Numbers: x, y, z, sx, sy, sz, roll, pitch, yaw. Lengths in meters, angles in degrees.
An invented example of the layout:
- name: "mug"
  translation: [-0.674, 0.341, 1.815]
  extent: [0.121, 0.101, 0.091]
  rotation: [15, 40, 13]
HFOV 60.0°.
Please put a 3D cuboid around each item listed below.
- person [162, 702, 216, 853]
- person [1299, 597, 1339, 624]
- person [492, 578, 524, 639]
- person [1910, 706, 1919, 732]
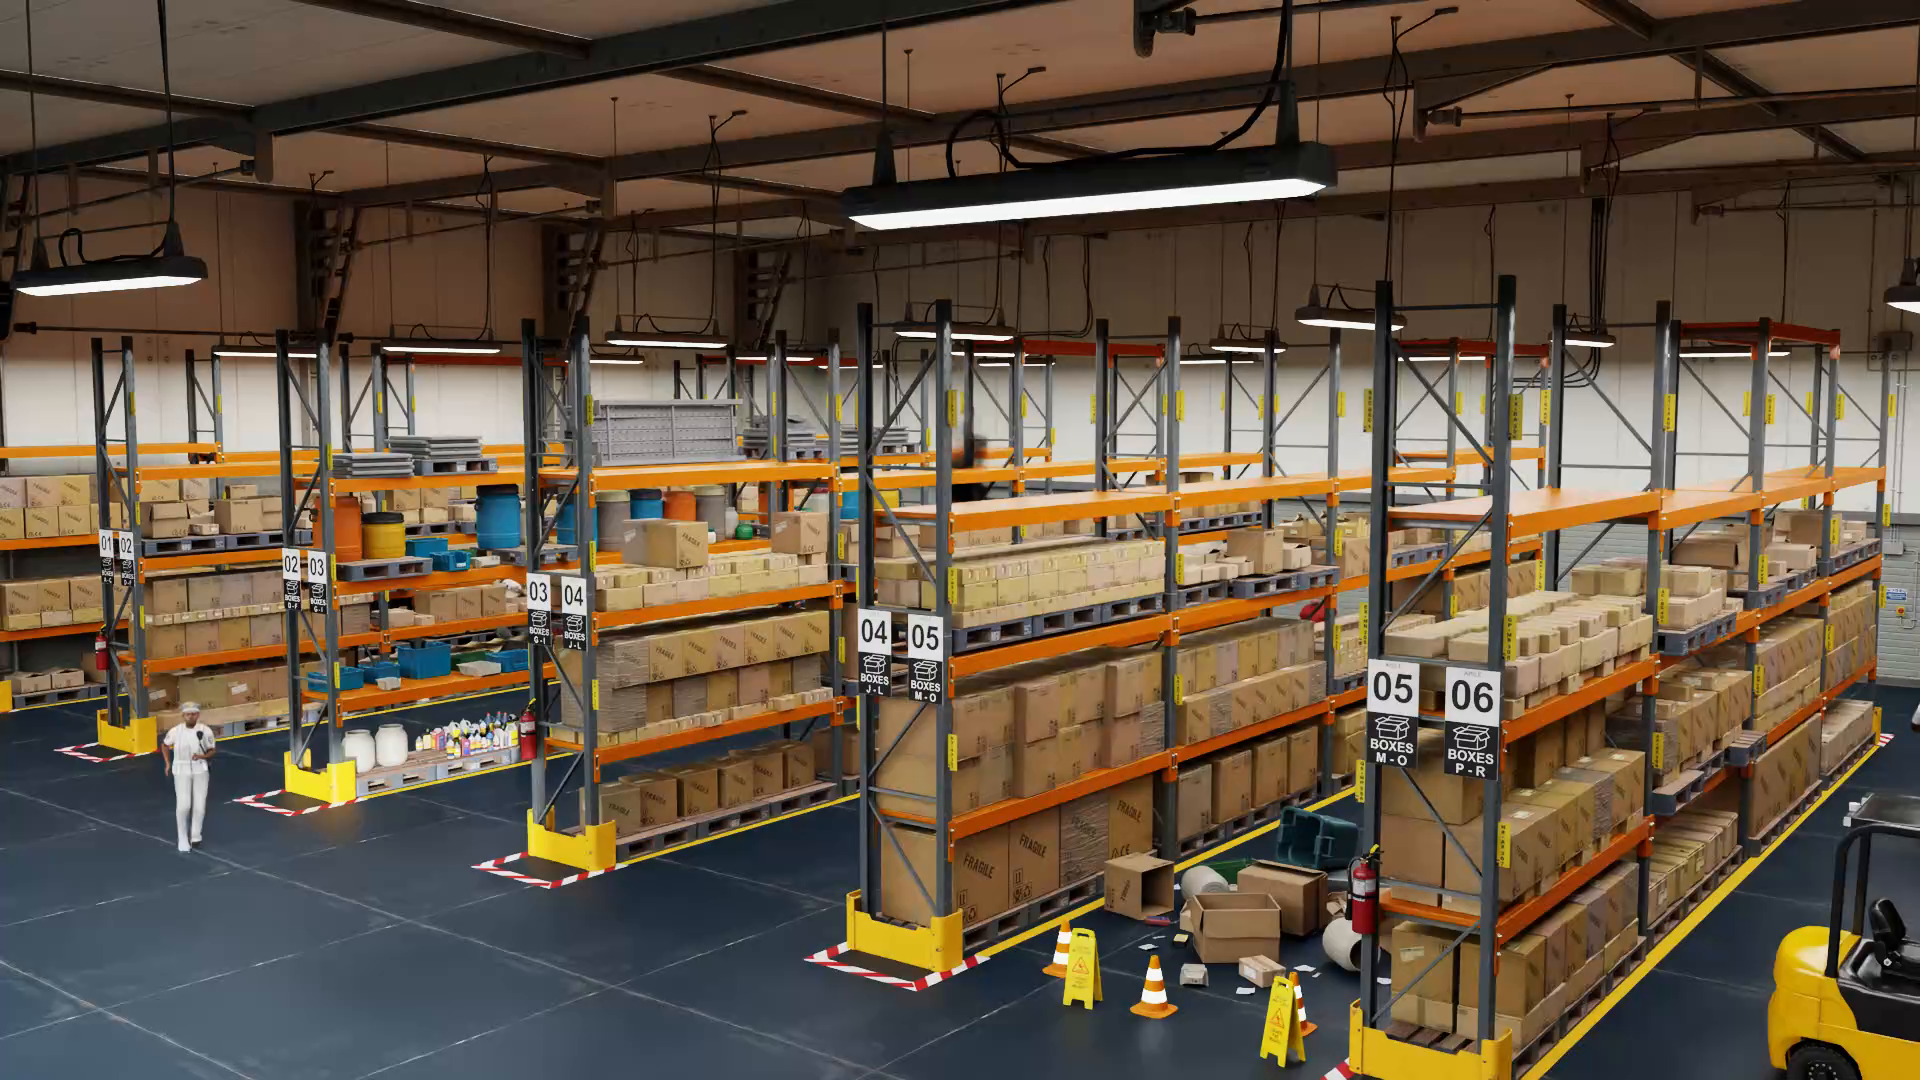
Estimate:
- name: "person"
  translation: [-8.740, 2.685, 18.893]
  extent: [0.541, 1.727, 0.709]
  rotation: [-3, 6, -29]
- name: "person"
  translation: [6.435, 1.774, 29.573]
  extent: [0.792, 1.748, 0.750]
  rotation: [3, 6, 30]
- name: "person"
  translation: [-9.045, 1.423, 32.902]
  extent: [0.640, 1.845, 0.755]
  rotation: [3, 6, 31]
- name: "person"
  translation: [11.900, 2.543, 20.122]
  extent: [0.714, 1.745, 0.901]
  rotation: [3, 6, 32]
